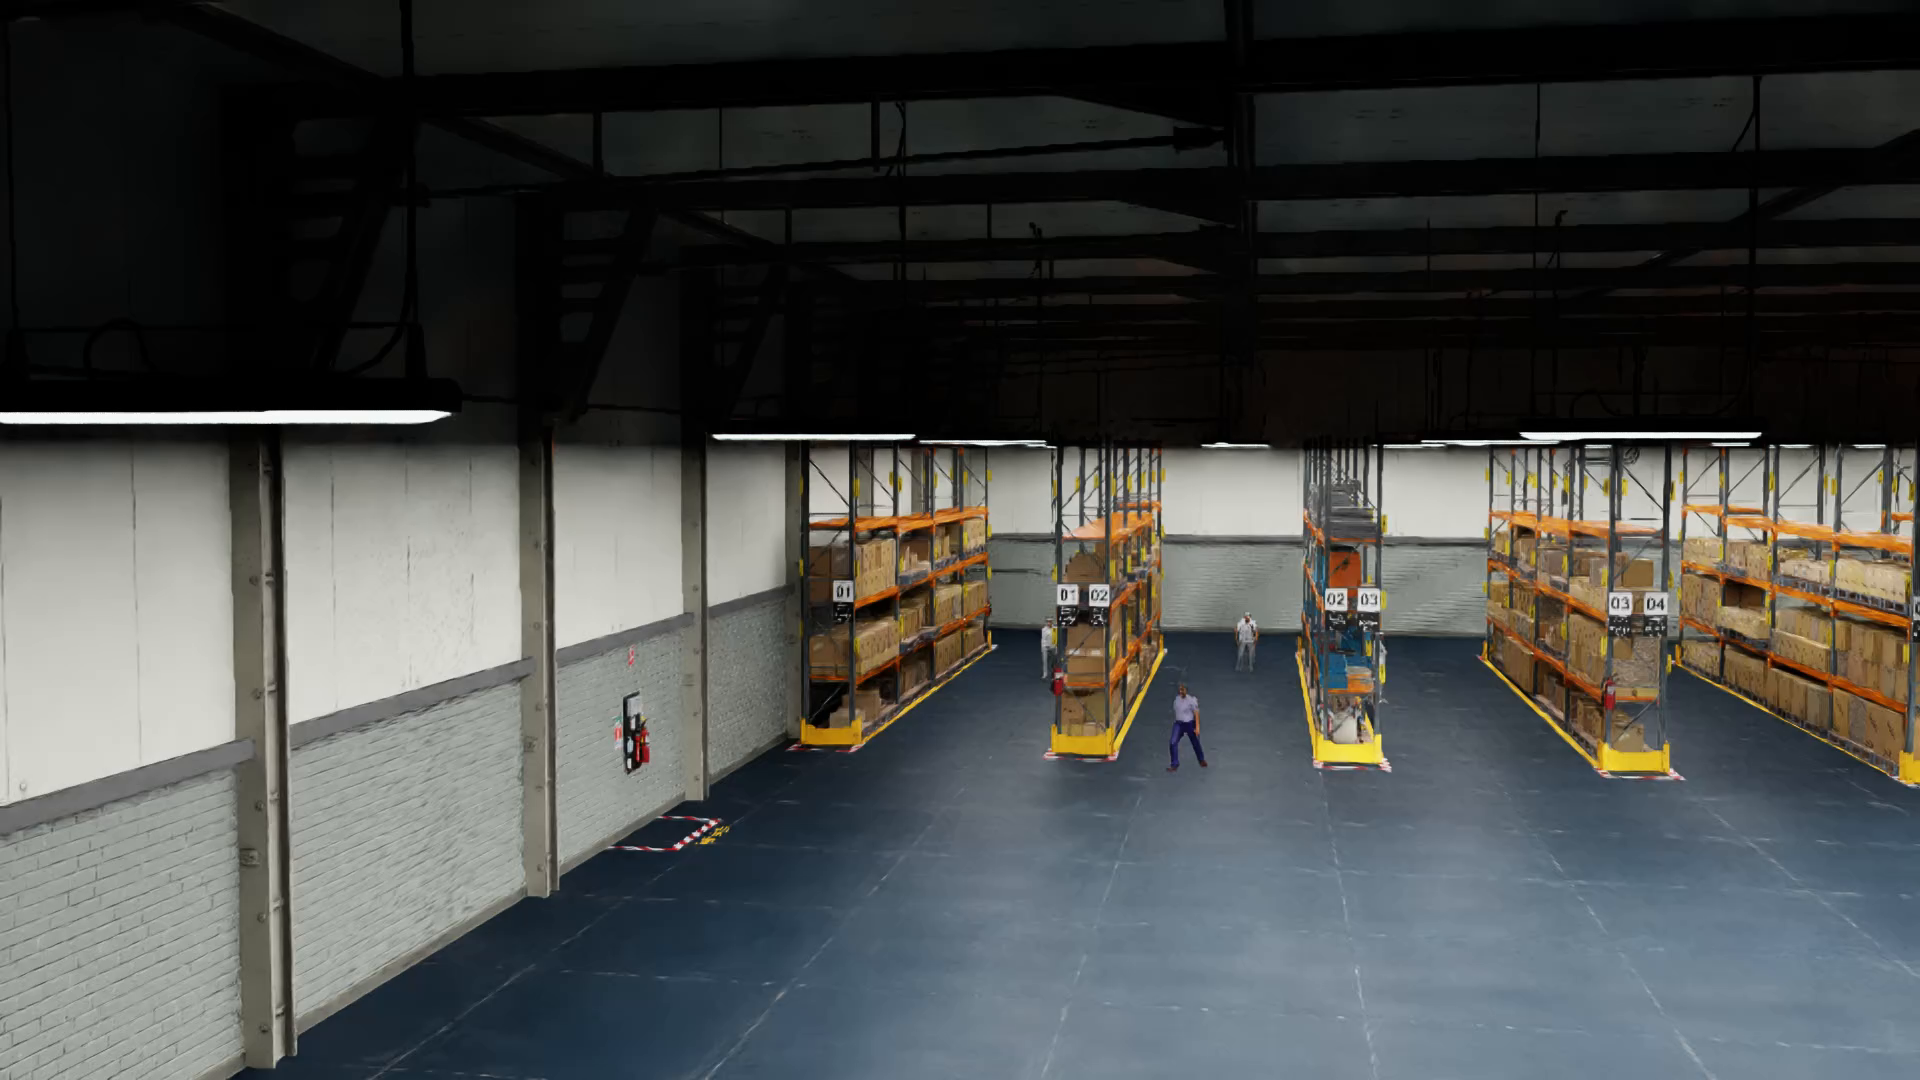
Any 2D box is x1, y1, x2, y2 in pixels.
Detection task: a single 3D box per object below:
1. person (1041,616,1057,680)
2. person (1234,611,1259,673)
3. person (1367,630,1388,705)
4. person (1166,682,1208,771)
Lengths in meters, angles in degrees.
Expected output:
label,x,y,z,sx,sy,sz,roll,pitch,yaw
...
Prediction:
label,x,y,z,sx,sy,sz,roll,pitch,yaw
person,2.257,2.667,41.441,0.488,1.590,1.079,0,3,8
person,7.365,2.615,42.744,0.625,1.611,0.582,0,3,9
person,9.398,2.848,37.426,0.391,1.676,0.632,2,3,28
person,4.077,3.317,29.757,0.534,1.582,0.938,2,4,31
